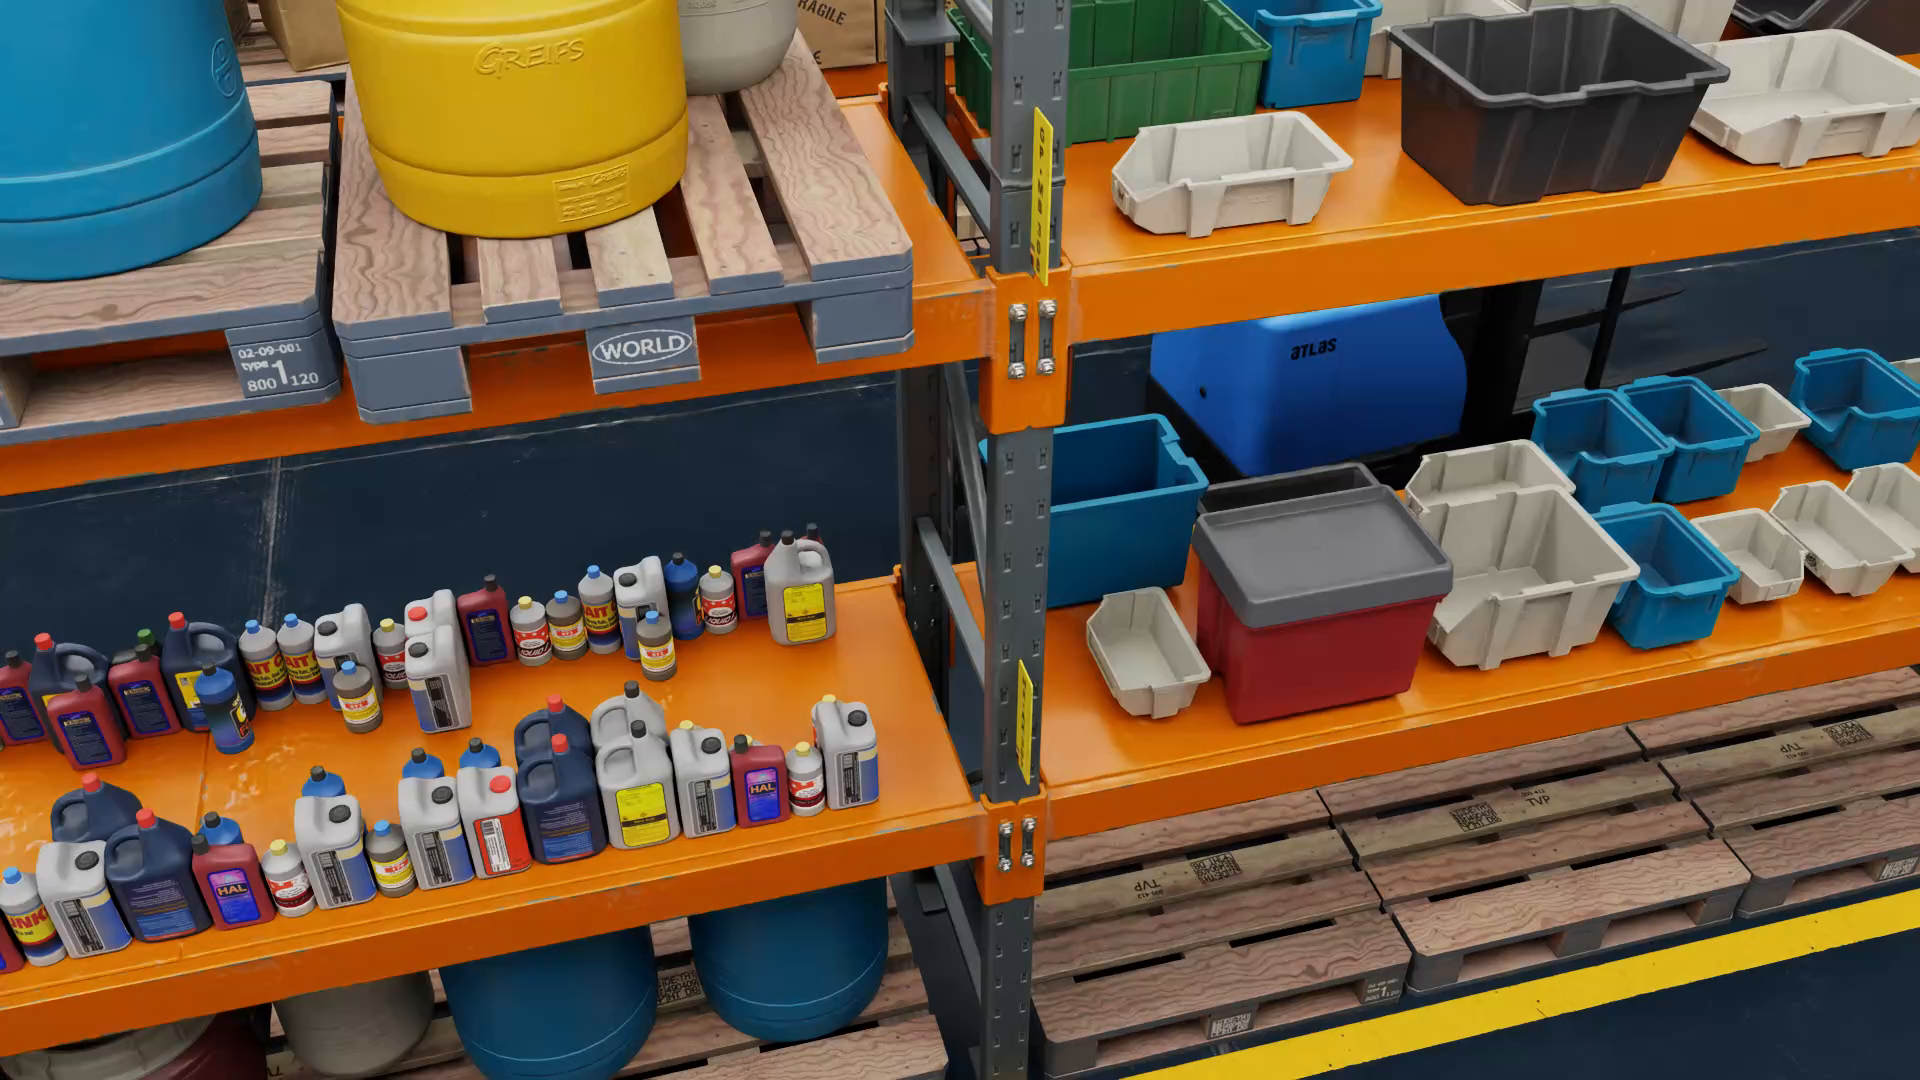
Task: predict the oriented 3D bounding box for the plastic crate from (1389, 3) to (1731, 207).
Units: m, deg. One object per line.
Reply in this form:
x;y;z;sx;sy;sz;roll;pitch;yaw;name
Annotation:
1.283;-0.950;3.662;0.590;0.269;0.497;-9;38;-12;plastic crate

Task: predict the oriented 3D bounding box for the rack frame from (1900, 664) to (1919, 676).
3.874;-0.408;5.315;0.127;3.000;1.000;-9;38;-12;rack frame

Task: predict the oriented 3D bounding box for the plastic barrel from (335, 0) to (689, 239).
-0.816;-0.944;3.046;0.600;0.588;0.600;0;37;0;plastic barrel

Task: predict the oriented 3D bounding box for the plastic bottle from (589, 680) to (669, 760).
-0.827;0.498;4.171;0.185;0.351;0.144;-9;38;-12;plastic bottle

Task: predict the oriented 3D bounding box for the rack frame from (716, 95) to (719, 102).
-1.276;-2.681;8.286;0.127;3.000;1.000;-9;38;-12;rack frame

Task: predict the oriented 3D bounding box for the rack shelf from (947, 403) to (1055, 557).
0.160;-0.293;7.080;0.480;0.518;0.431;-9;38;-12;rack shelf

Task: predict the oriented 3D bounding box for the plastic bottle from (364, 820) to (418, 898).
-1.358;0.750;3.965;0.097;0.201;0.097;0;37;0;plastic bottle

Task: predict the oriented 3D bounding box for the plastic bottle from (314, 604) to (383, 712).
-1.652;0.308;4.481;0.135;0.276;0.152;-9;38;-12;plastic bottle

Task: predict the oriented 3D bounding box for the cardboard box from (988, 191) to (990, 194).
-0.075;-2.163;9.460;0.500;0.311;0.500;-9;38;-12;cardboard box

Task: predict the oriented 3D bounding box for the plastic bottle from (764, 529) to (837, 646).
-0.451;0.117;4.669;0.185;0.351;0.144;-9;38;-12;plastic bottle

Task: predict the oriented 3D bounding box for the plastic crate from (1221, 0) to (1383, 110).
0.808;-1.231;4.059;0.300;0.233;0.416;-9;38;-12;plastic crate

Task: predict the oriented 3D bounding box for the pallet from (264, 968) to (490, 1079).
-1.924;1.626;4.951;1.213;0.211;1.003;-9;38;-12;pallet

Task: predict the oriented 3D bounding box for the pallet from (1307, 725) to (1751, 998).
1.892;0.998;5.771;1.213;0.211;1.003;-9;38;-12;pallet

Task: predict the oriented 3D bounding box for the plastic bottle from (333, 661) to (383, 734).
-1.601;0.408;4.412;0.097;0.201;0.097;0;37;0;plastic bottle

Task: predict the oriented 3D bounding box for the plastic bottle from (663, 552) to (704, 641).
-0.782;0.150;4.691;0.097;0.271;0.097;0;37;0;plastic bottle

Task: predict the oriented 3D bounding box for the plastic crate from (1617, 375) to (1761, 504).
2.279;-0.311;5.276;0.300;0.233;0.416;-9;38;-12;plastic crate

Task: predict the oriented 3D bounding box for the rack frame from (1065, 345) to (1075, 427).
0.395;-0.899;6.697;0.015;2.100;0.400;-9;38;-12;rack frame

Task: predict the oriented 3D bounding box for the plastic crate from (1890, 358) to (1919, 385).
3.218;-0.479;5.575;0.298;0.136;0.250;-9;38;-12;plastic crate

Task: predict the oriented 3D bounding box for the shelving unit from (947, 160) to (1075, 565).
0.160;-0.860;6.646;0.503;2.100;0.431;-9;38;-12;shelving unit

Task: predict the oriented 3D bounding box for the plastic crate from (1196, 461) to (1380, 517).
1.023;-0.024;4.990;0.590;0.125;0.437;-9;38;-12;plastic crate

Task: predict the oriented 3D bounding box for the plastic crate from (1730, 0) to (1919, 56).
2.327;-1.494;4.317;0.767;0.338;0.504;-9;38;-12;plastic crate

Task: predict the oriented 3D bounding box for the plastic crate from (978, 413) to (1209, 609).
0.374;-0.066;4.831;0.575;0.384;0.392;-9;38;-12;plastic crate

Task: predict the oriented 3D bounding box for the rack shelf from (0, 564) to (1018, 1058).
-1.919;0.828;4.291;4.000;0.370;1.077;-9;38;-12;rack shelf

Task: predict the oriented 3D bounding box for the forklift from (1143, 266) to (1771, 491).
2.440;-1.787;7.174;3.031;2.935;1.130;-14;39;-17;forklift

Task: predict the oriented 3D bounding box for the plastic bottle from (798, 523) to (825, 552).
-0.453;0.080;4.773;0.133;0.283;0.061;-9;38;-12;plastic bottle

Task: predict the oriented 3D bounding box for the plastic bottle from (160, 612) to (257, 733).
-1.995;0.332;4.388;0.185;0.351;0.144;-9;38;-12;plastic bottle

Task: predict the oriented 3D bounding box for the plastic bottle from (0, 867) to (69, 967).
-2.113;0.846;3.781;0.097;0.271;0.097;0;37;0;plastic bottle

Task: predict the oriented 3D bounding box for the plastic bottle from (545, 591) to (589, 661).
-1.100;0.230;4.644;0.097;0.201;0.097;0;37;0;plastic bottle

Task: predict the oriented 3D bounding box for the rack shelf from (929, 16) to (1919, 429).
1.943;-0.997;4.208;4.000;0.370;1.077;-9;38;-12;rack shelf

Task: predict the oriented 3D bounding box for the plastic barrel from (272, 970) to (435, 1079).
-1.769;1.272;4.820;0.421;0.512;0.421;0;37;0;plastic barrel

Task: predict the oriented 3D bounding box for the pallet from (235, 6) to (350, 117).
-3.261;-2.282;7.922;1.213;0.211;1.003;-9;38;-12;pallet

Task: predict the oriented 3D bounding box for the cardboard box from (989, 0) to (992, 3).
0.265;-2.802;8.362;0.500;0.500;0.500;-10;38;-12;cardboard box

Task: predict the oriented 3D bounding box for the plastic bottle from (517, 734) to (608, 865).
-0.968;0.612;4.022;0.185;0.351;0.144;-9;38;-12;plastic bottle

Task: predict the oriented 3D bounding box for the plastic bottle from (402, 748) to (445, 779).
-1.304;0.617;4.080;0.097;0.271;0.097;0;37;0;plastic bottle

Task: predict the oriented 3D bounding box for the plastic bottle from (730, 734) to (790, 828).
-0.495;0.587;4.110;0.133;0.283;0.061;-9;38;-12;plastic bottle

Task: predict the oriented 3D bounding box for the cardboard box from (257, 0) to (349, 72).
-2.965;-2.571;7.714;0.500;0.500;0.700;-19;41;-23;cardboard box

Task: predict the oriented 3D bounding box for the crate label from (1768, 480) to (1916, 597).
2.588;0.004;4.944;0.243;0.136;0.396;-9;38;-12;crate label

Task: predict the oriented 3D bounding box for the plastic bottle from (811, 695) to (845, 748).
-0.334;0.486;4.309;0.097;0.201;0.097;0;37;0;plastic bottle

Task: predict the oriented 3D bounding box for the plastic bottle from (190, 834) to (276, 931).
-1.689;0.783;3.854;0.133;0.283;0.061;-9;38;-12;plastic bottle

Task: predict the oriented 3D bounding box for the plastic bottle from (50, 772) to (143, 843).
-2.023;0.689;3.921;0.185;0.351;0.144;-9;38;-12;plastic bottle

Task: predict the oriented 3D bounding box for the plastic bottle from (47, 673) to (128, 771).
-2.251;0.465;4.269;0.133;0.283;0.061;-9;38;-12;plastic bottle
